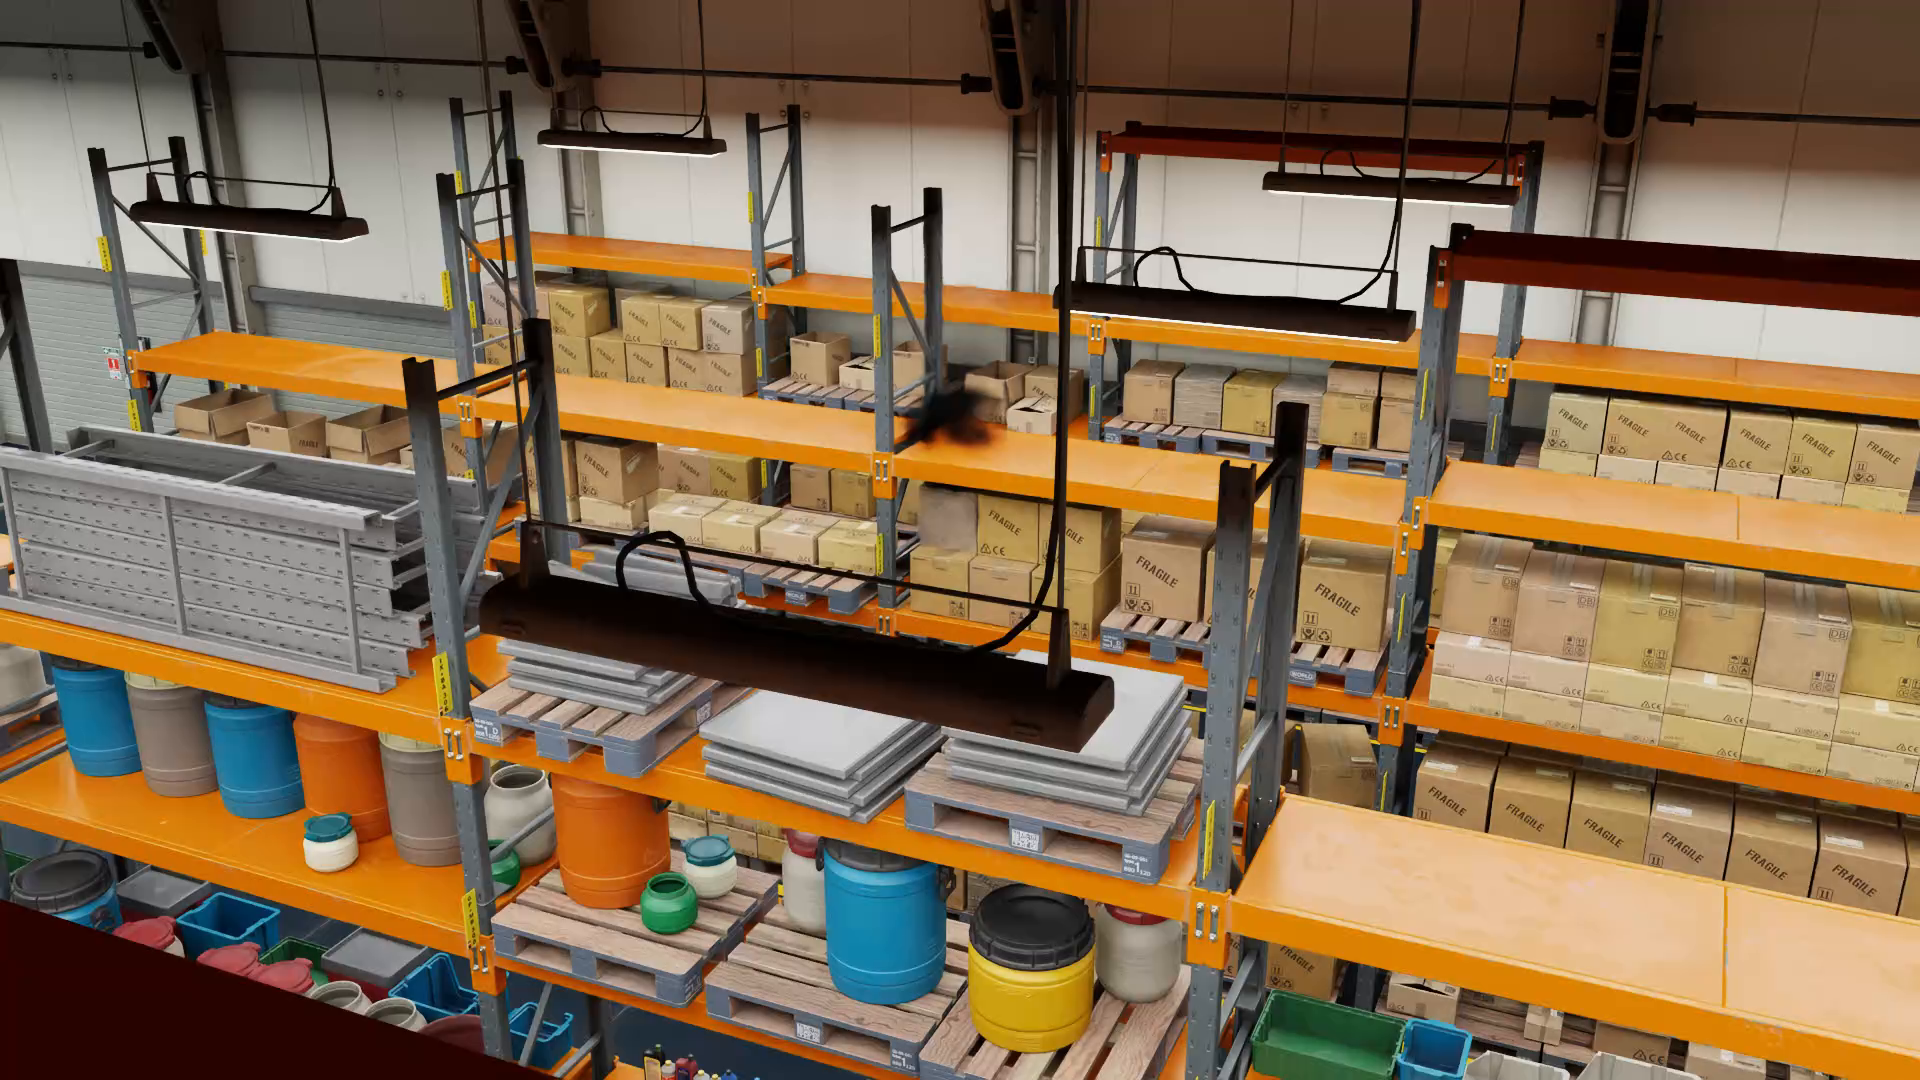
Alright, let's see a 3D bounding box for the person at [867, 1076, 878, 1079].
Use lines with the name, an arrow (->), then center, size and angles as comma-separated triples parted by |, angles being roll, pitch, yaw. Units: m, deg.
person -> -0.406, 3.197, 10.816 | 0.848, 1.807, 0.741 | 6, 21, 14
